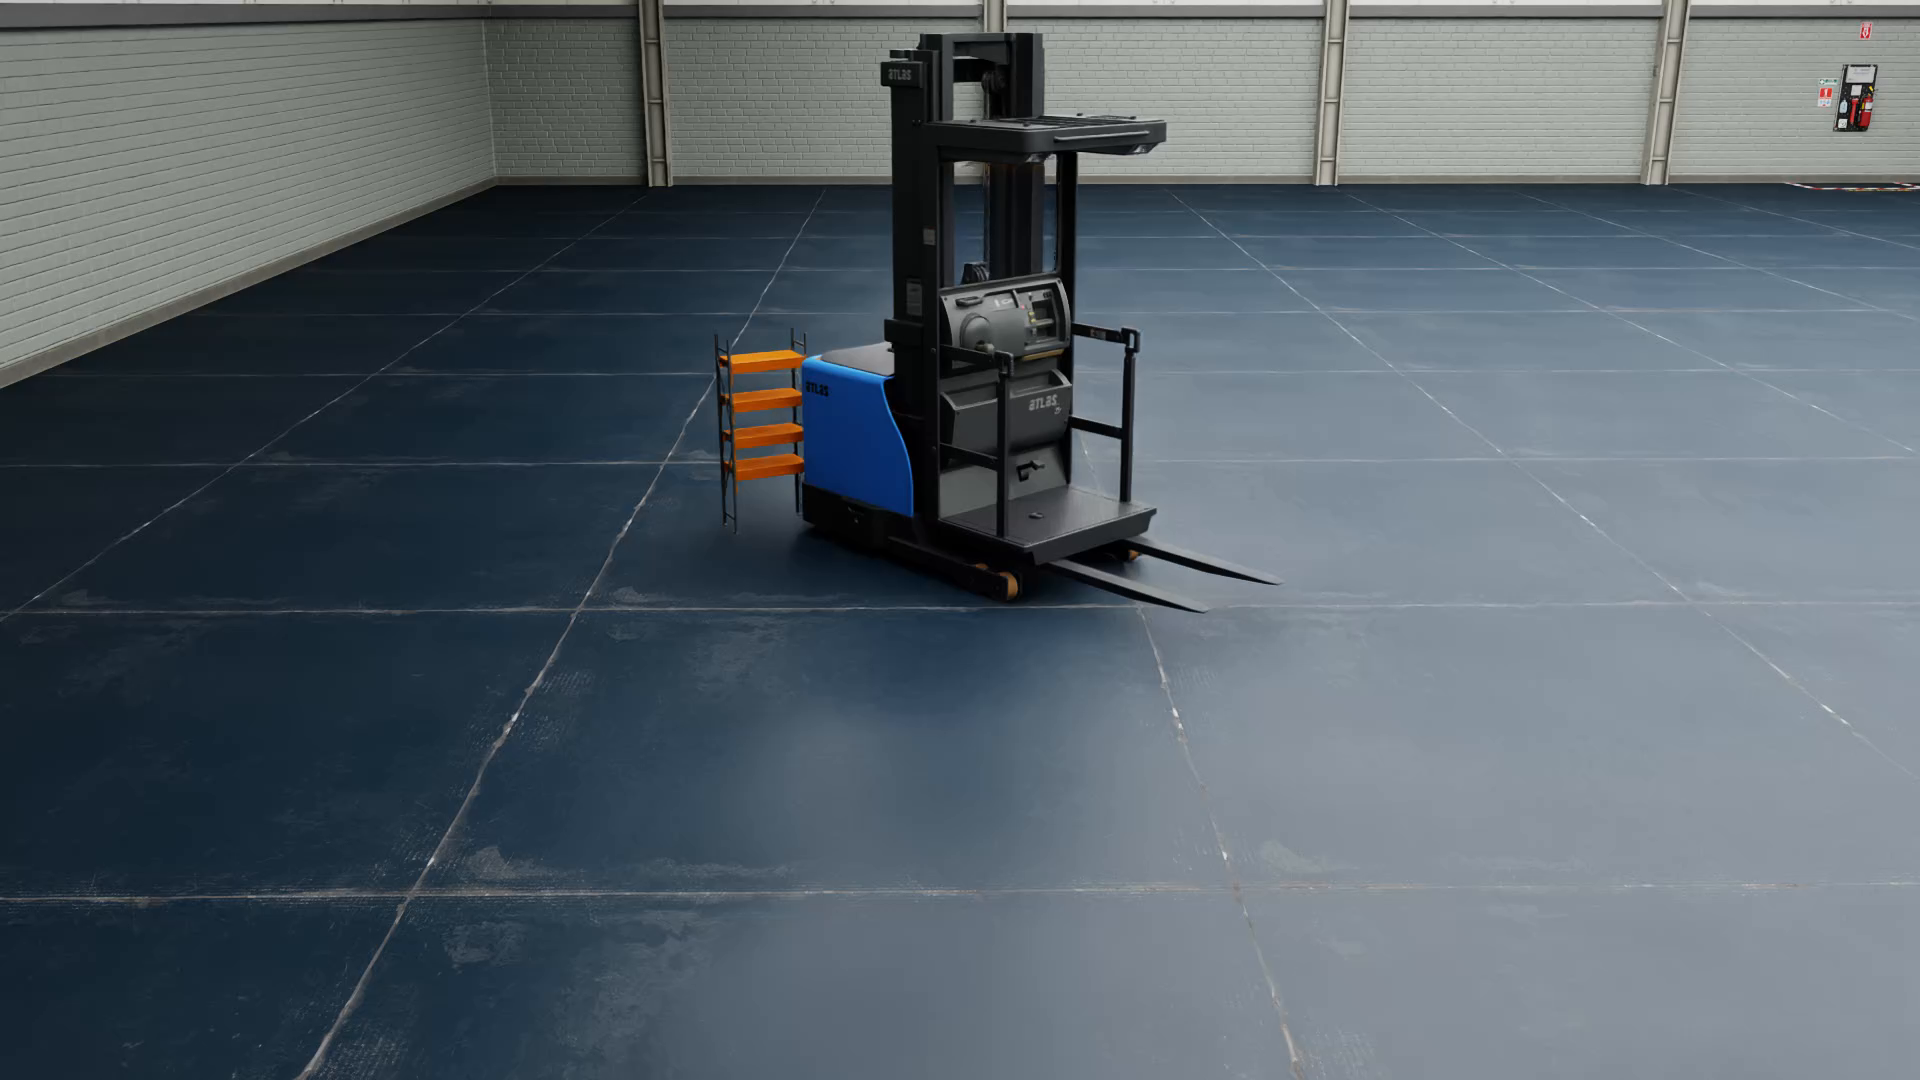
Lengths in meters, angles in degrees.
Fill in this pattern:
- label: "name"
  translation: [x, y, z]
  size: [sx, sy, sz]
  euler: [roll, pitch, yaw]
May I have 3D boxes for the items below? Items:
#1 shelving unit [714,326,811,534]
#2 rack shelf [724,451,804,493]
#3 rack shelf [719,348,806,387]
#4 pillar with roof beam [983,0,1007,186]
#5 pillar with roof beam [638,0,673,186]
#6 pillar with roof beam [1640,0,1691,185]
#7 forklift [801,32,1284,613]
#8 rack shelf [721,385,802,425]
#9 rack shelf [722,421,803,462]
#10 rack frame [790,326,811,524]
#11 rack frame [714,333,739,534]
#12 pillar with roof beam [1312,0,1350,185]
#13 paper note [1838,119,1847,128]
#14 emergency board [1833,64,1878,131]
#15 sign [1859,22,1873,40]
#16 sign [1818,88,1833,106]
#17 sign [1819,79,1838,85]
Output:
- label: "shelving unit"
  translation: [-1.198, -0.673, 10.182]
  size: [0.503, 1.200, 0.258]
  euler: [-9, 20, -26]
- label: "rack shelf"
  translation: [-1.198, -0.420, 10.263]
  size: [0.480, 0.148, 0.258]
  euler: [-9, 20, -26]
- label: "rack shelf"
  translation: [-1.198, -1.048, 10.062]
  size: [0.480, 0.148, 0.258]
  euler: [-9, 20, -26]
- label: "pillar with roof beam"
  translation: [0.681, -9.388, 24.580]
  size: [0.400, 9.000, 9.100]
  euler: [0, 18, -1]
- label: "pillar with roof beam"
  translation: [-5.319, -9.359, 24.490]
  size: [0.400, 9.000, 9.100]
  euler: [0, 18, -1]
- label: "pillar with roof beam"
  translation: [12.679, -9.445, 24.760]
  size: [0.400, 9.000, 9.100]
  euler: [0, 18, -1]
- label: "forklift"
  translation: [0.408, -1.234, 9.096]
  size: [1.130, 2.935, 3.031]
  euler: [-16, 24, -41]
- label: "rack shelf"
  translation: [-1.198, -0.822, 10.134]
  size: [0.480, 0.148, 0.258]
  euler: [-9, 20, -26]
- label: "rack shelf"
  translation: [-1.198, -0.609, 10.202]
  size: [0.480, 0.148, 0.258]
  euler: [-9, 20, -26]
- label: "rack frame"
  translation: [-0.981, -0.707, 10.288]
  size: [0.015, 1.200, 0.240]
  euler: [-9, 20, -26]
- label: "rack frame"
  translation: [-1.415, -0.639, 10.076]
  size: [0.015, 1.200, 0.240]
  euler: [-9, 20, -26]
- label: "pillar with roof beam"
  translation: [6.680, -9.417, 24.670]
  size: [0.400, 9.000, 9.100]
  euler: [0, 18, -1]
- label: "paper note"
  translation: [15.961, -7.533, 30.062]
  size: [0.142, 0.148, 0.016]
  euler: [0, 18, -1]
- label: "emergency board"
  translation: [16.139, -7.932, 29.865]
  size: [0.643, 1.169, 0.194]
  euler: [0, 18, -1]
- label: "sign"
  translation: [16.129, -9.067, 29.605]
  size: [0.199, 0.298, 0.001]
  euler: [0, 18, -1]
- label: "sign"
  translation: [15.585, -7.978, 29.949]
  size: [0.234, 0.329, 0.001]
  euler: [0, 18, -1]
- label: "sign"
  translation: [15.589, -8.228, 29.860]
  size: [0.331, 0.109, 0.001]
  euler: [0, 18, -1]
